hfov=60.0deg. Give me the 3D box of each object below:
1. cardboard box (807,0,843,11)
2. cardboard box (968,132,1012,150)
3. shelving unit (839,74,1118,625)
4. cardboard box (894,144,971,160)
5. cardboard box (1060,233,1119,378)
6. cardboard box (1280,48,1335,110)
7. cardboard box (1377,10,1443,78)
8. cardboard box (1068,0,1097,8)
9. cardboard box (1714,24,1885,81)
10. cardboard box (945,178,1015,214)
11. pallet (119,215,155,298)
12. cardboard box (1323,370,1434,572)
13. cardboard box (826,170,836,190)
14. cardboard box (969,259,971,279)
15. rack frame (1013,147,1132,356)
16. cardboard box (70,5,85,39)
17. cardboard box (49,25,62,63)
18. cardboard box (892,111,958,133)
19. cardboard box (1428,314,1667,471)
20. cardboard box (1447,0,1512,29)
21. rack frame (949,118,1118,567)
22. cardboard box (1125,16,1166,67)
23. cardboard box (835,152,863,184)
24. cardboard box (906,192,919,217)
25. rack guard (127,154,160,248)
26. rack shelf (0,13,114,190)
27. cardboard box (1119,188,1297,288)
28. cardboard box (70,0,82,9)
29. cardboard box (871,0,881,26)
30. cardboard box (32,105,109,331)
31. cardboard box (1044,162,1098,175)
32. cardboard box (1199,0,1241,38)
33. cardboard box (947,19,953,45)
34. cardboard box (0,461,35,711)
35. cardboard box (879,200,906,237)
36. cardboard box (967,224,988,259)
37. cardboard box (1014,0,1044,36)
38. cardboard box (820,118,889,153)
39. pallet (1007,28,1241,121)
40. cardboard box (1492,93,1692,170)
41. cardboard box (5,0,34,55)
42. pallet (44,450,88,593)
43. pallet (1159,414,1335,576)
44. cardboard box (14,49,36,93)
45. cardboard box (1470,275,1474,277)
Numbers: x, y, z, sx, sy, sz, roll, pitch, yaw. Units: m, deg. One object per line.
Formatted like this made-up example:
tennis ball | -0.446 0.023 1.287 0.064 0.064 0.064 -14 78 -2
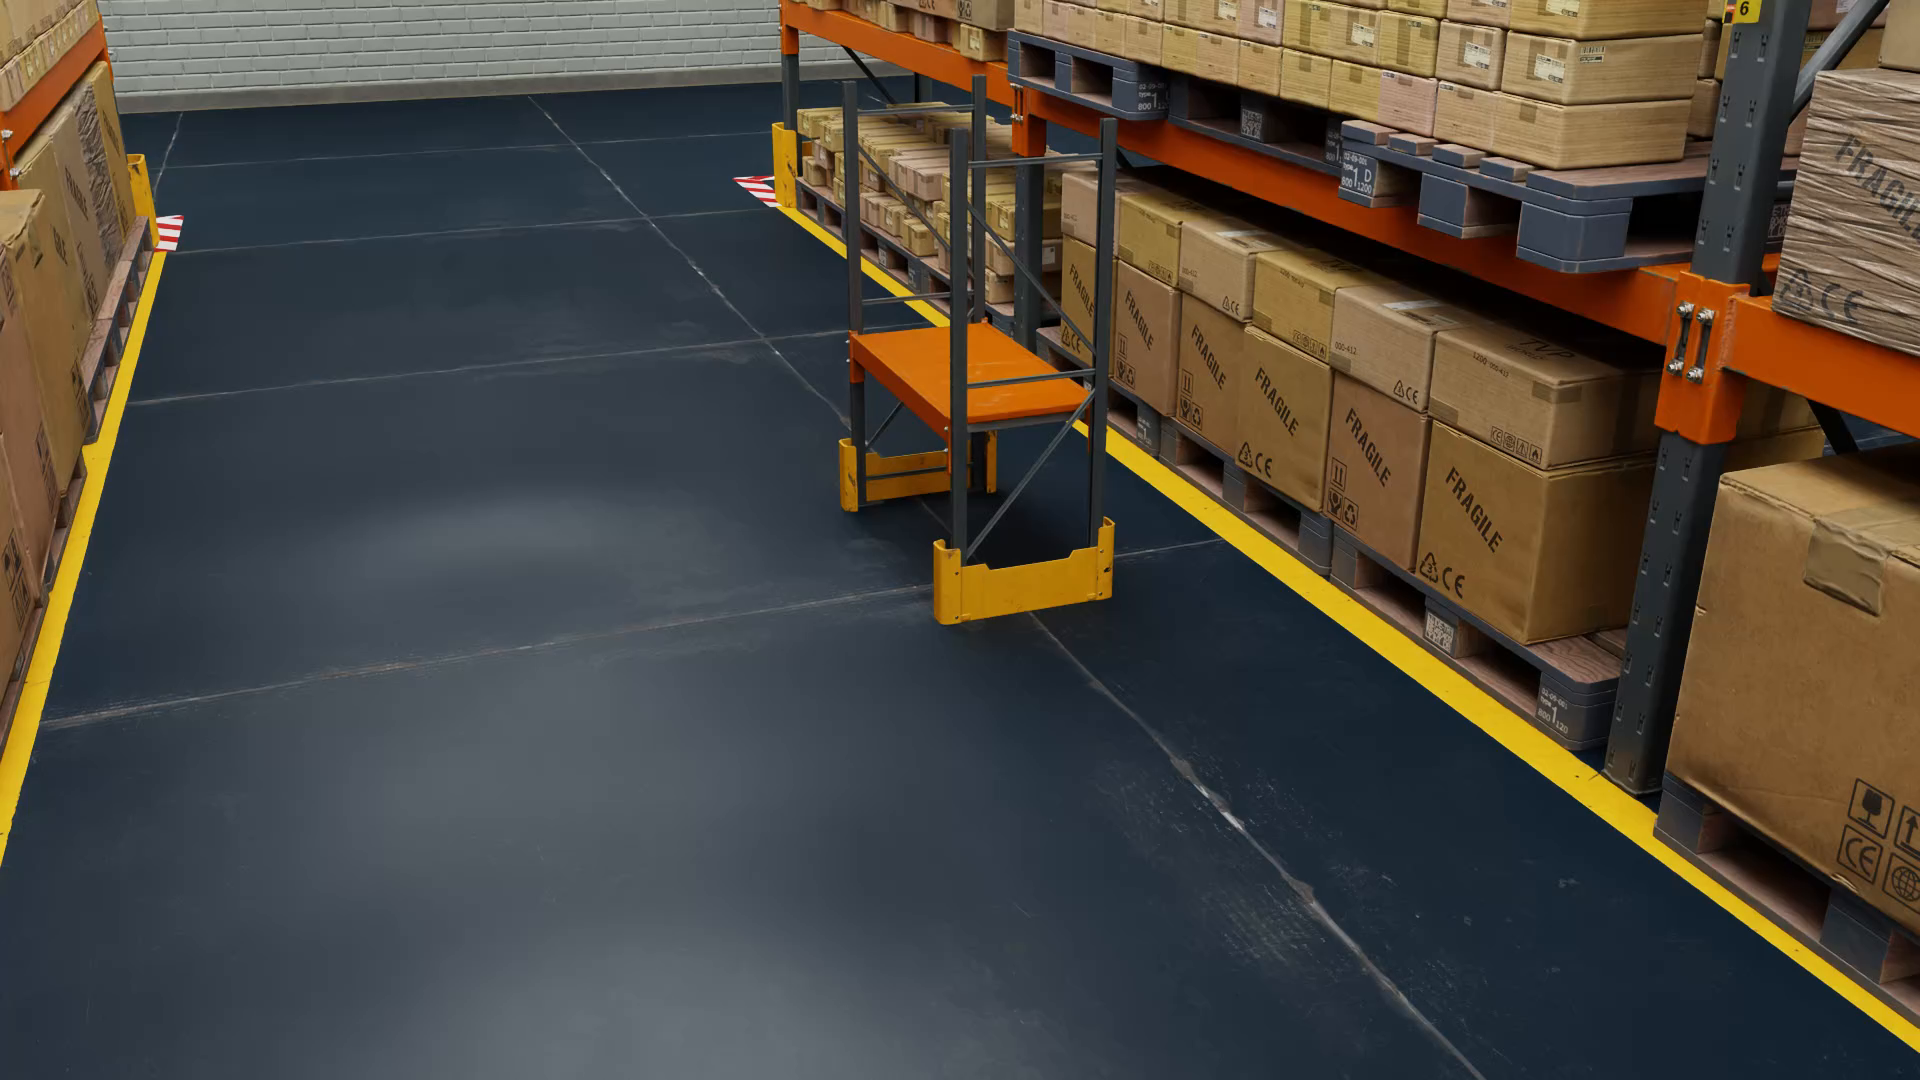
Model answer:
cardboard box | -0.696 -3.255 9.934 0.380 0.149 0.250 -9 24 -20
cardboard box | 0.160 -2.242 9.571 0.380 0.149 0.250 -9 25 -21
shelving unit | 0.027 -0.663 5.393 0.587 1.500 1.083 -8 24 -19
cardboard box | -0.149 -2.089 9.207 0.380 0.149 0.250 -8 24 -19
cardboard box | 0.748 -1.009 6.959 0.500 0.500 0.500 -7 24 -17
cardboard box | 1.186 -1.385 4.957 0.380 0.149 0.250 -9 25 -21
cardboard box | 1.357 -1.342 4.473 0.380 0.149 0.250 -8 24 -18
cardboard box | 0.629 -2.093 6.253 0.380 0.149 0.250 -8 24 -18
cardboard box | 2.165 -1.236 4.221 0.380 0.149 0.250 -7 24 -17
cardboard box | 0.144 -1.696 8.276 0.380 0.149 0.250 -9 24 -19
pallet | -4.998 -1.517 9.077 1.003 0.211 1.213 -8 24 -19
cardboard box | 1.491 -0.253 5.165 0.500 0.500 0.500 -7 24 -17
cardboard box | -0.623 -2.287 10.444 0.380 0.149 0.250 -8 24 -19
cardboard box | 0.264 -1.353 8.229 0.380 0.149 0.250 -8 24 -18
rack frame | 0.735 -2.272 7.278 1.000 3.000 0.127 -8 24 -19
cardboard box | -4.651 -2.605 8.391 0.380 0.149 0.250 -8 24 -18
cardboard box | -4.286 -2.232 7.506 0.380 0.149 0.250 -9 25 -21
cardboard box | -0.219 -2.623 10.474 0.380 0.149 0.250 -8 24 -18
cardboard box | 1.661 -0.418 4.593 0.500 0.250 0.500 -9 24 -20
cardboard box | 1.460 -1.377 4.172 0.380 0.149 0.250 -9 24 -20
rack frame | 0.210 -0.475 4.947 0.500 1.500 0.032 -8 24 -19
cardboard box | 0.810 -1.768 5.866 0.380 0.149 0.250 -9 25 -21
cardboard box | -0.531 -2.224 9.913 0.380 0.149 0.250 -8 24 -17
cardboard box | -0.073 -1.846 9.014 0.380 0.149 0.250 -10 25 -21
rack guard | -5.362 -1.938 9.705 1.175 0.500 0.348 -8 24 -19
rack shelf | -4.647 -2.023 7.615 1.077 0.370 4.000 -8 24 -19
cardboard box | 0.940 -1.161 6.355 0.500 0.250 0.500 -8 24 -18
cardboard box | -4.756 -2.825 8.402 0.500 0.250 0.500 -9 24 -20
cardboard box | -0.271 -2.887 9.061 0.380 0.149 0.250 -7 24 -17
cardboard box | -4.417 -1.420 7.453 0.875 0.875 0.875 -8 24 -19
cardboard box | 0.517 -1.864 8.675 0.380 0.149 0.250 -9 24 -20
cardboard box | 0.999 -1.713 5.351 0.380 0.149 0.250 -9 24 -20
cardboard box | 0.157 -2.515 8.178 0.380 0.149 0.250 -9 24 -20
cardboard box | -3.060 0.032 4.006 1.225 0.875 0.875 -8 24 -19
cardboard box | -0.233 -1.811 9.314 0.380 0.149 0.250 -8 24 -19
cardboard box | 0.219 -1.456 8.090 0.380 0.149 0.250 -10 25 -22
cardboard box | 0.444 -2.143 6.756 0.380 0.149 0.250 -10 25 -22
cardboard box | -0.631 -2.450 10.064 0.380 0.149 0.250 -8 24 -19
pallet | 0.869 -1.886 6.609 1.003 0.211 1.213 -8 24 -19
cardboard box | 1.544 -1.012 4.073 0.380 0.149 0.250 -8 24 -18
cardboard box | -4.033 -2.084 6.643 0.500 0.250 0.500 -8 24 -19
pallet | -3.598 -0.073 5.652 1.003 0.211 1.213 -8 24 -19
pallet | 1.446 -0.260 6.096 1.003 0.211 1.213 -8 24 -19
cardboard box | -3.920 -1.857 6.616 0.380 0.149 0.250 -8 24 -17
cardboard box | 1.789 -0.855 5.629 0.500 0.250 0.500 -8 24 -19
